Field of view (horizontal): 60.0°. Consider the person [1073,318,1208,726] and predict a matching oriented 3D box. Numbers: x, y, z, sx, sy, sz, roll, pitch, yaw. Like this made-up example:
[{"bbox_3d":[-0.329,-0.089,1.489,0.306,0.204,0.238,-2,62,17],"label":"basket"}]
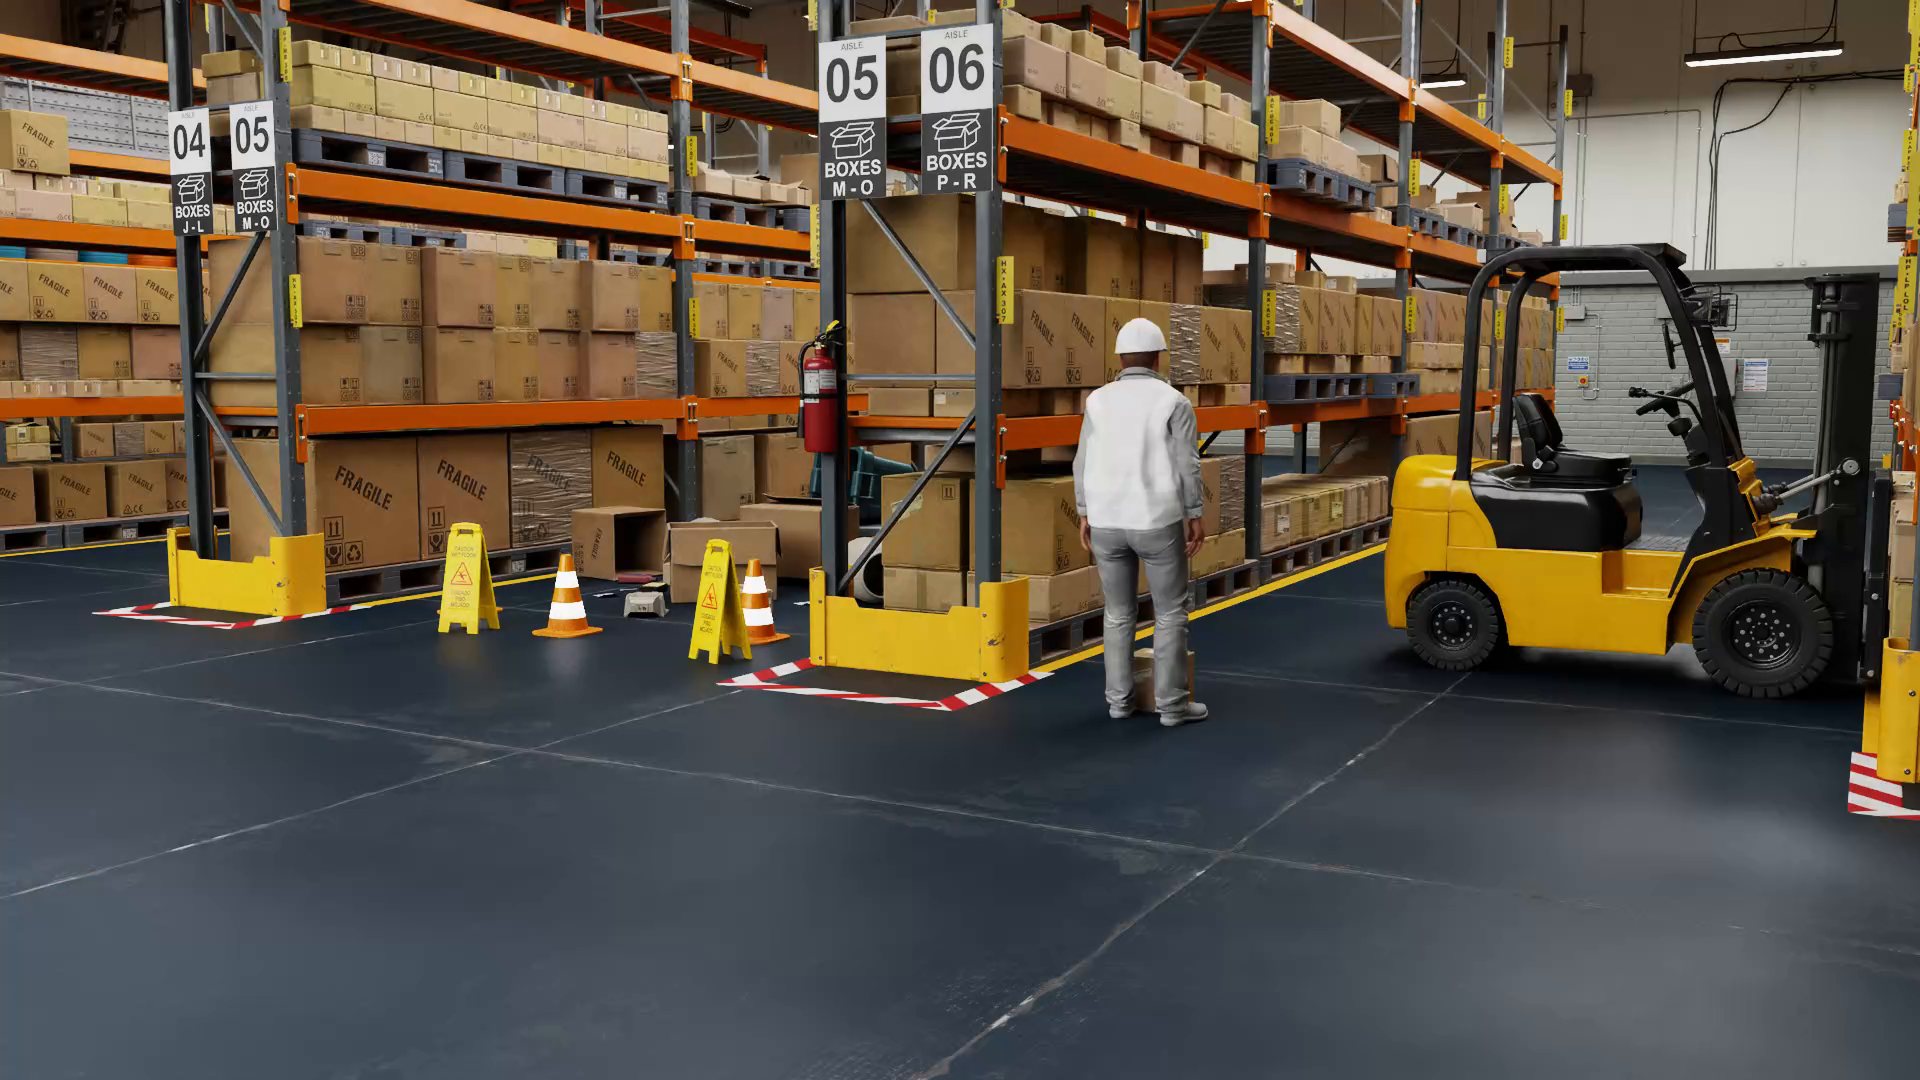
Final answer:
[{"bbox_3d":[0.793,-0.088,7.341,0.593,1.773,0.467,3,7,26],"label":"person"}]
